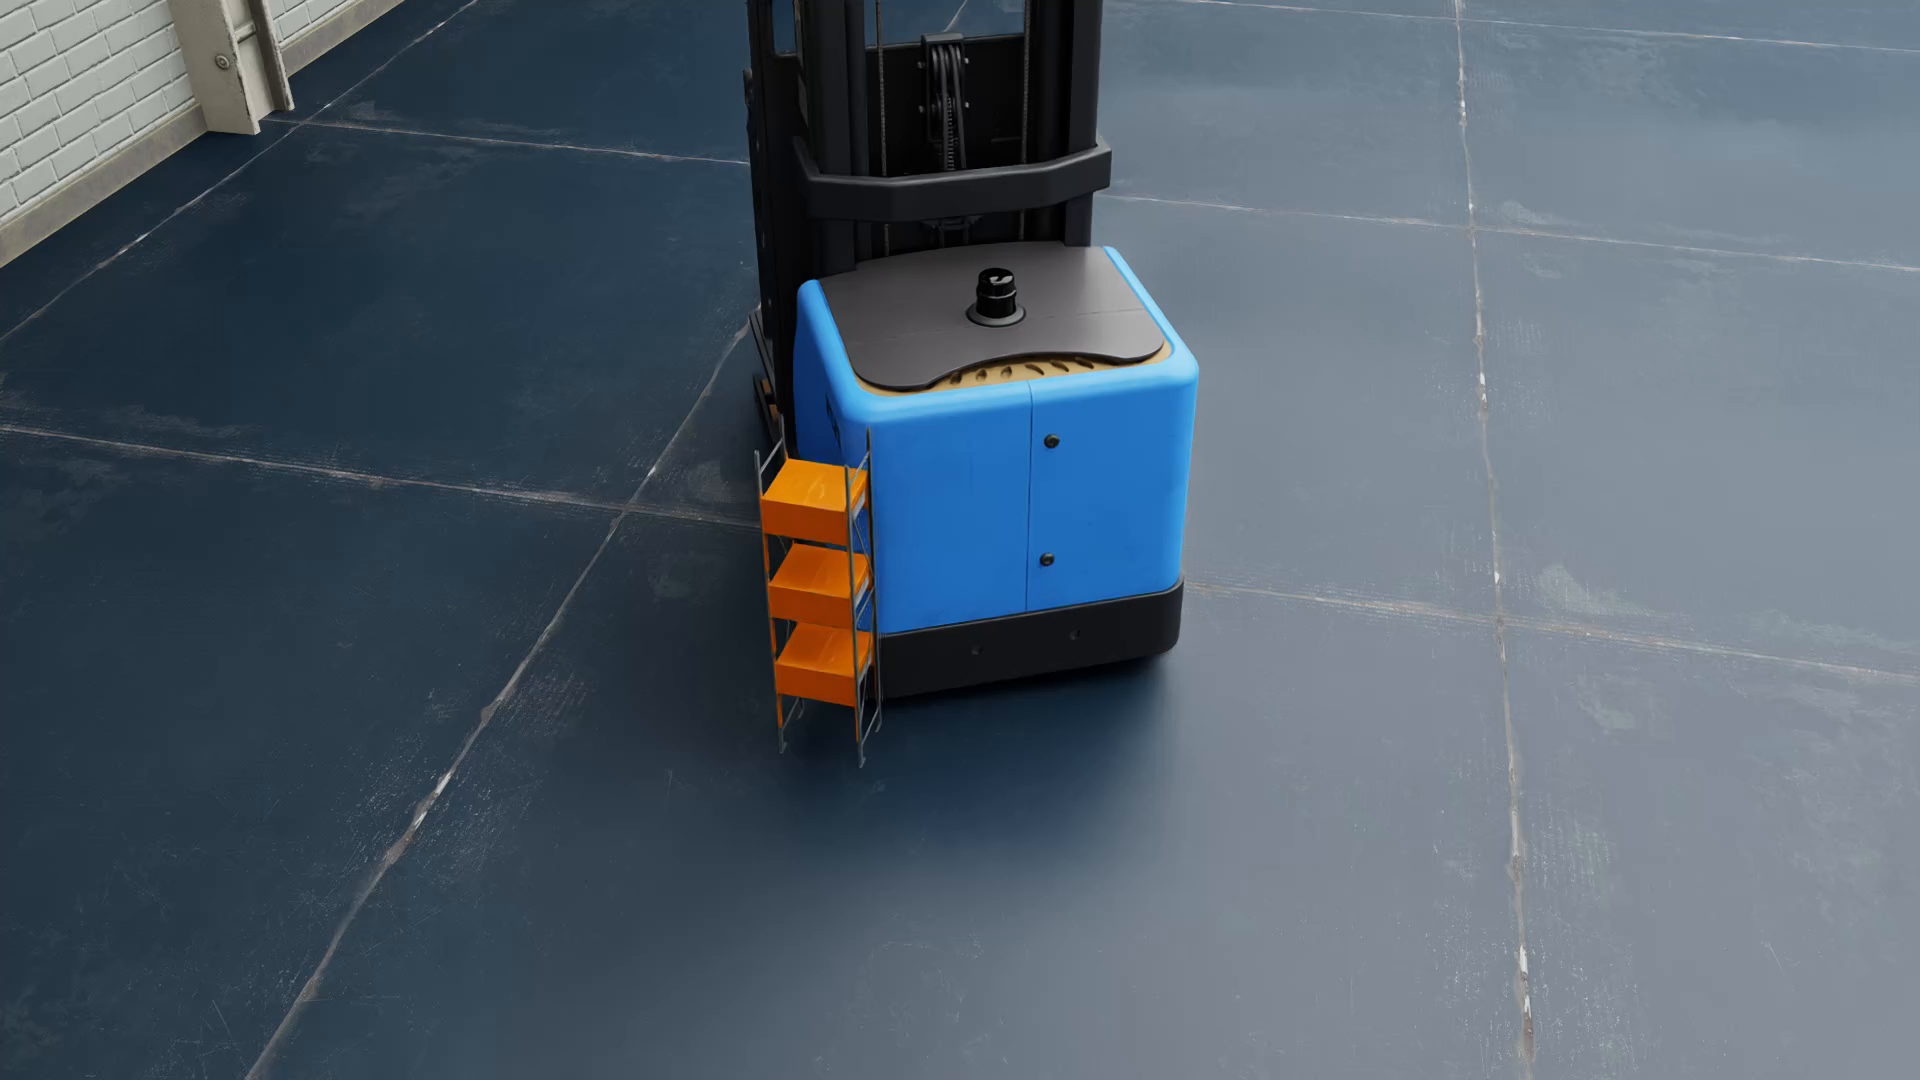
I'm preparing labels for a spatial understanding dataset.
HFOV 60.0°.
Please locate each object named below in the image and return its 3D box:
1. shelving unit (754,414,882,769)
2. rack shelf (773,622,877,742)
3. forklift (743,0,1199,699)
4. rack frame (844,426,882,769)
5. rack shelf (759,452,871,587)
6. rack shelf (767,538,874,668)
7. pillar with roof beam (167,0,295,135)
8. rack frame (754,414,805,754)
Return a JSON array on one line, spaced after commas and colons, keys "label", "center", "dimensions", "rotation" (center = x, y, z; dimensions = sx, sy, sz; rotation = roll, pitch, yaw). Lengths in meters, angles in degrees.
[{"label": "shelving unit", "center": [-0.382, 0.164, 4.628], "dimensions": [0.252, 1.050, 0.215], "rotation": [9, 37, 12]}, {"label": "rack shelf", "center": [-0.382, 0.398, 4.798], "dimensions": [0.240, 0.259, 0.215], "rotation": [9, 37, 12]}, {"label": "forklift", "center": [-0.166, -1.576, 5.427], "dimensions": [1.130, 2.935, 3.031], "rotation": [-8, 37, -11]}, {"label": "rack frame", "center": [-0.264, 0.183, 4.603], "dimensions": [0.008, 1.050, 0.200], "rotation": [9, 37, 12]}, {"label": "rack shelf", "center": [-0.382, -0.057, 4.468], "dimensions": [0.240, 0.259, 0.215], "rotation": [9, 37, 12]}, {"label": "rack shelf", "center": [-0.382, 0.173, 4.635], "dimensions": [0.240, 0.259, 0.215], "rotation": [9, 37, 12]}, {"label": "pillar with roof beam", "center": [0.425, -5.347, 5.460], "dimensions": [9.100, 9.000, 0.400], "rotation": [7, 37, 10]}, {"label": "rack frame", "center": [-0.500, 0.146, 4.654], "dimensions": [0.008, 1.050, 0.200], "rotation": [9, 37, 12]}]
